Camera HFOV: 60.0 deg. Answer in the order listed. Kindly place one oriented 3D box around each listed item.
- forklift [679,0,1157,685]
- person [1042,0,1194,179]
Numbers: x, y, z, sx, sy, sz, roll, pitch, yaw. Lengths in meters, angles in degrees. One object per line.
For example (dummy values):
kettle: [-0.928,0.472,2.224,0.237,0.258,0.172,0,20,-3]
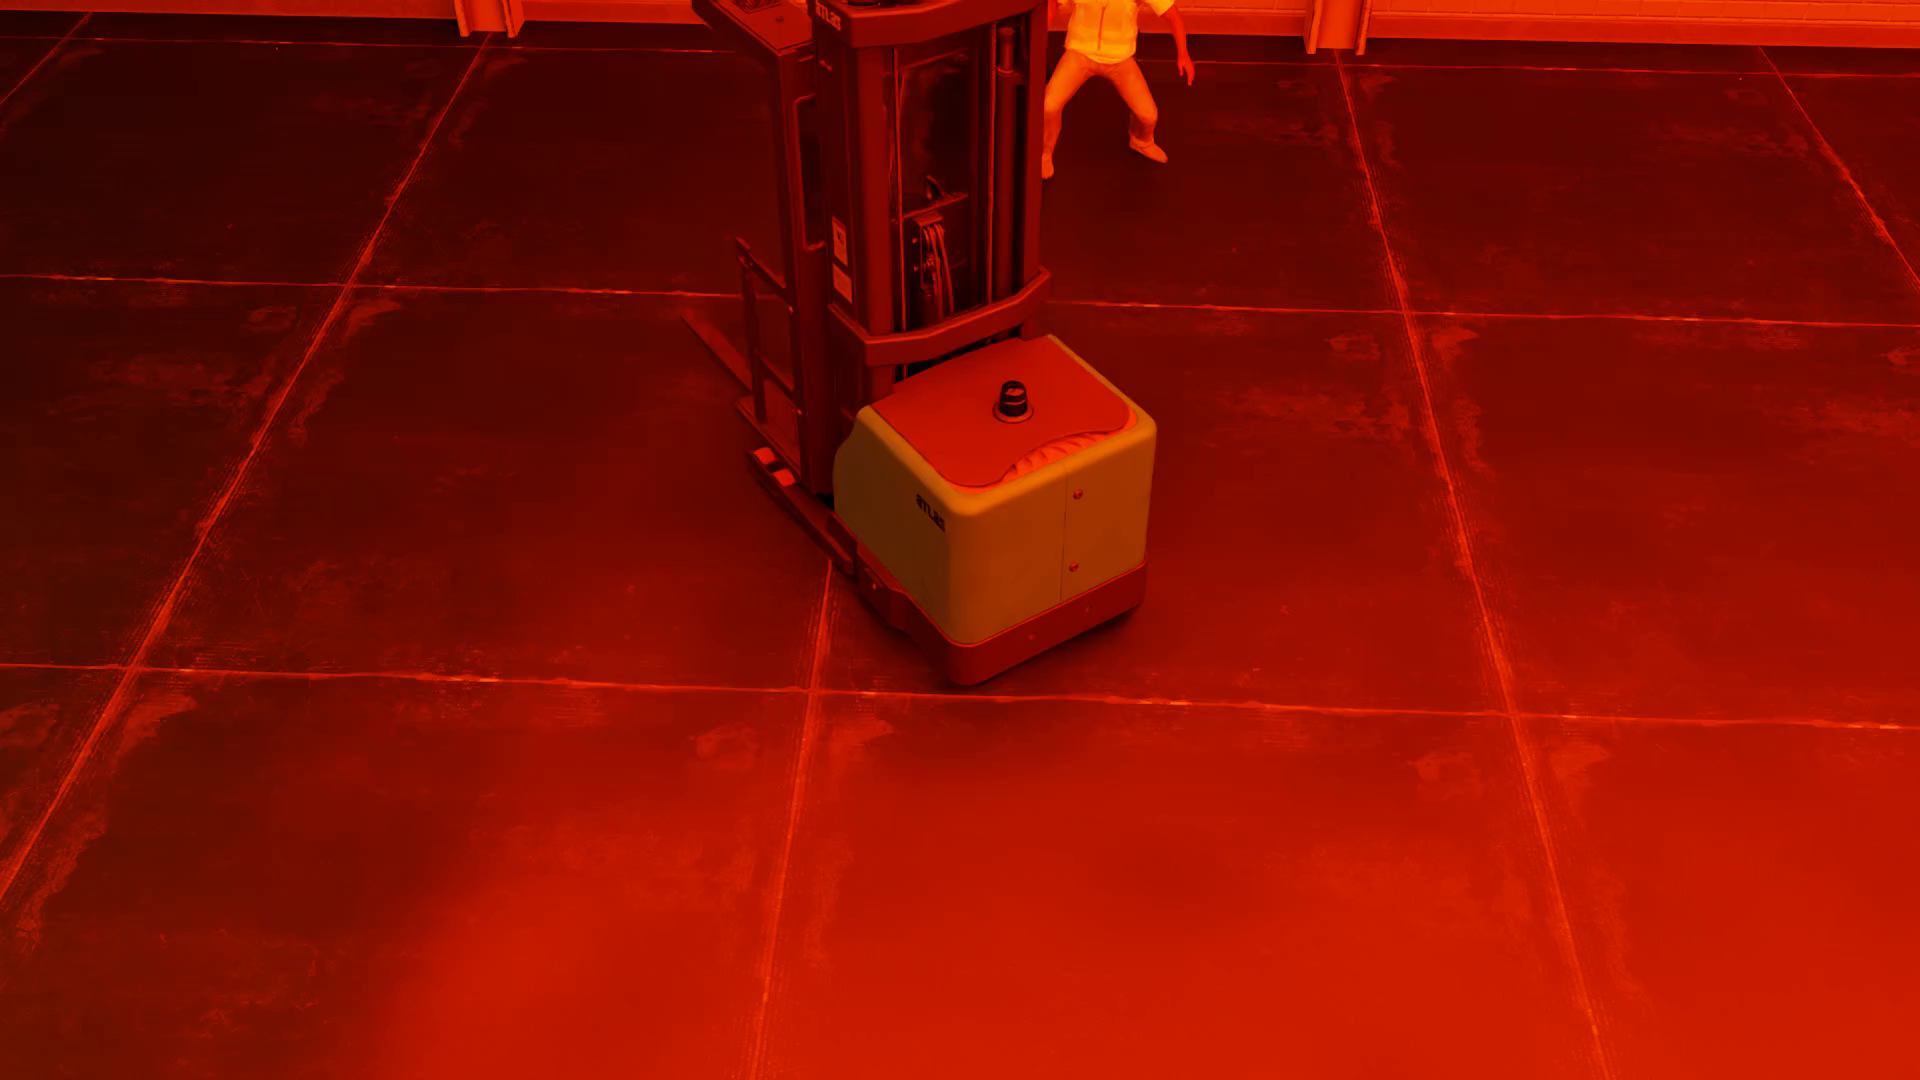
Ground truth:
forklift: [-0.397,-1.425,7.304,1.130,2.935,3.031,-24,48,-24]
person: [0.896,-2.934,9.948,1.022,1.632,0.699,5,43,6]
